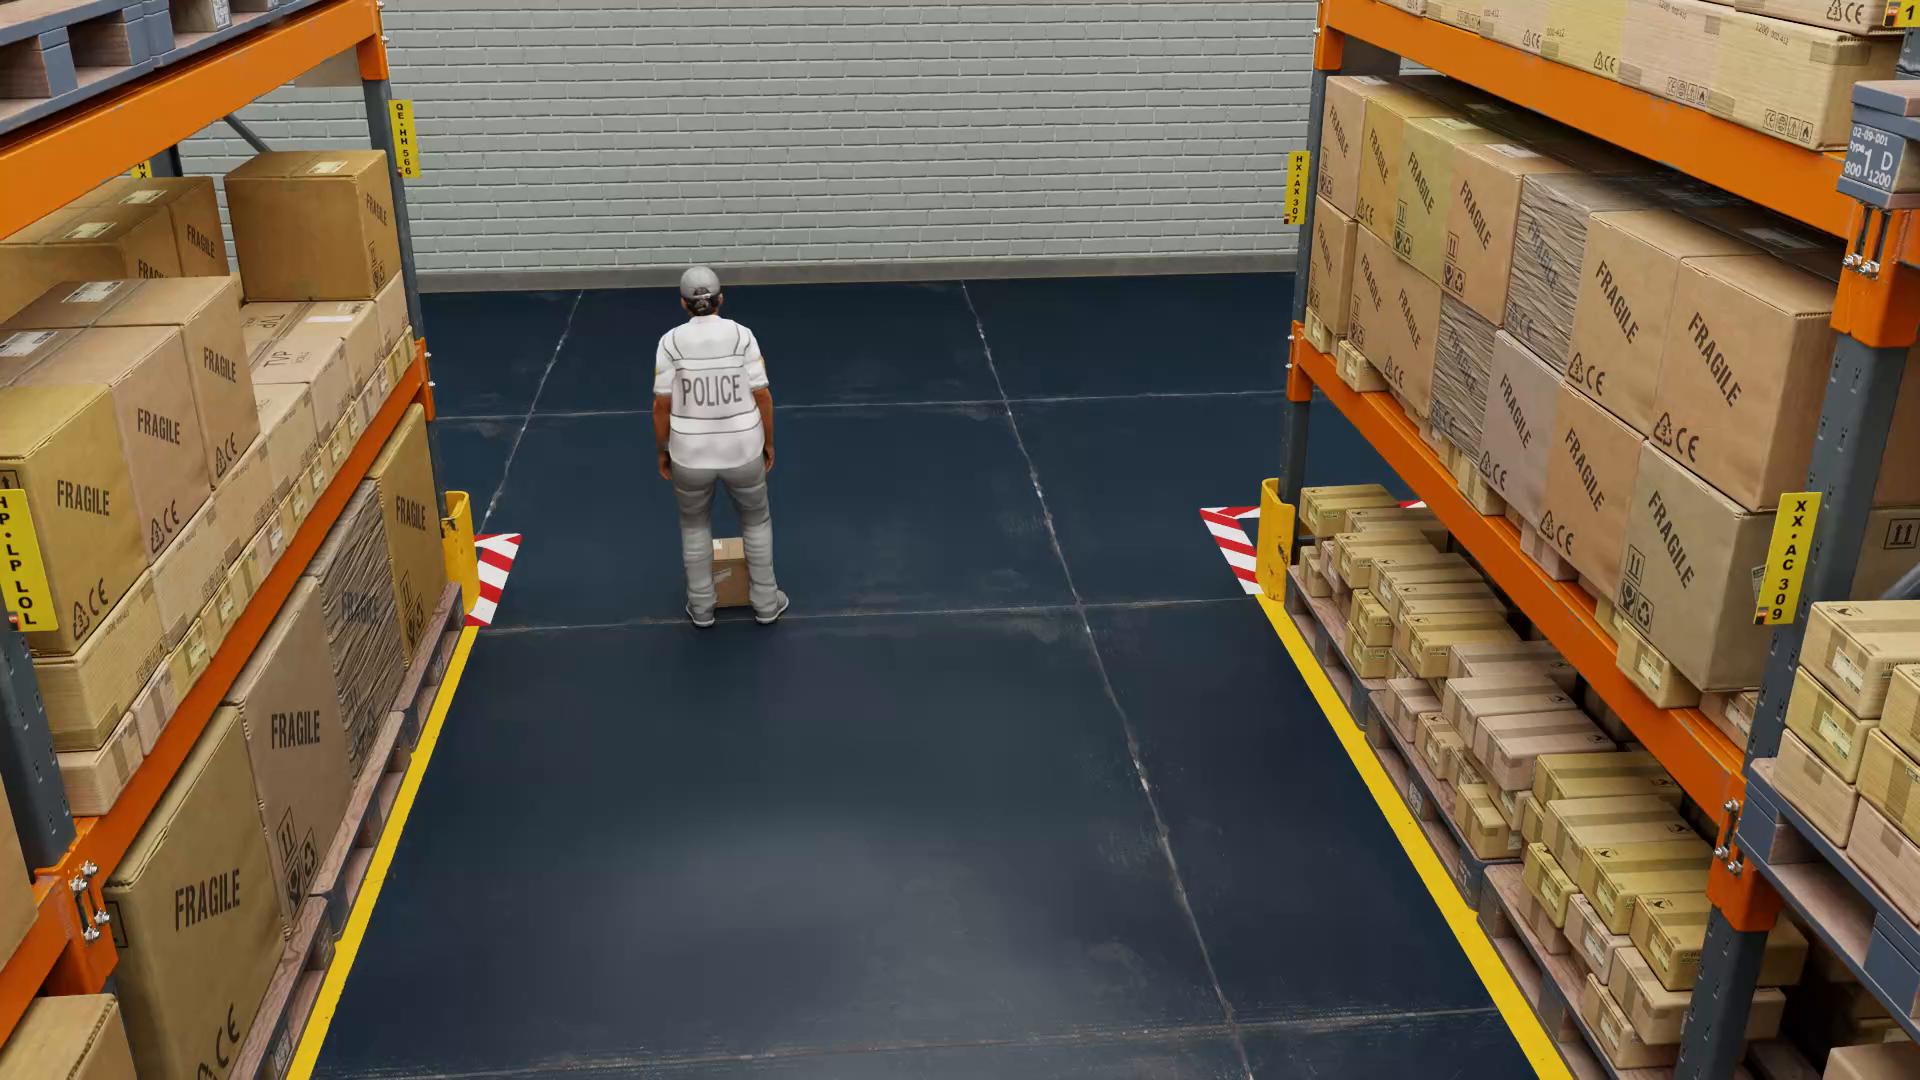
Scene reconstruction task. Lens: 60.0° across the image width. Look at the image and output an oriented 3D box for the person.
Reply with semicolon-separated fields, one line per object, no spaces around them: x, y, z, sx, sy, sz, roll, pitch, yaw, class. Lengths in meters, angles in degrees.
-1.086;-0.404;7.506;0.563;1.665;0.470;-4;24;-8;person
